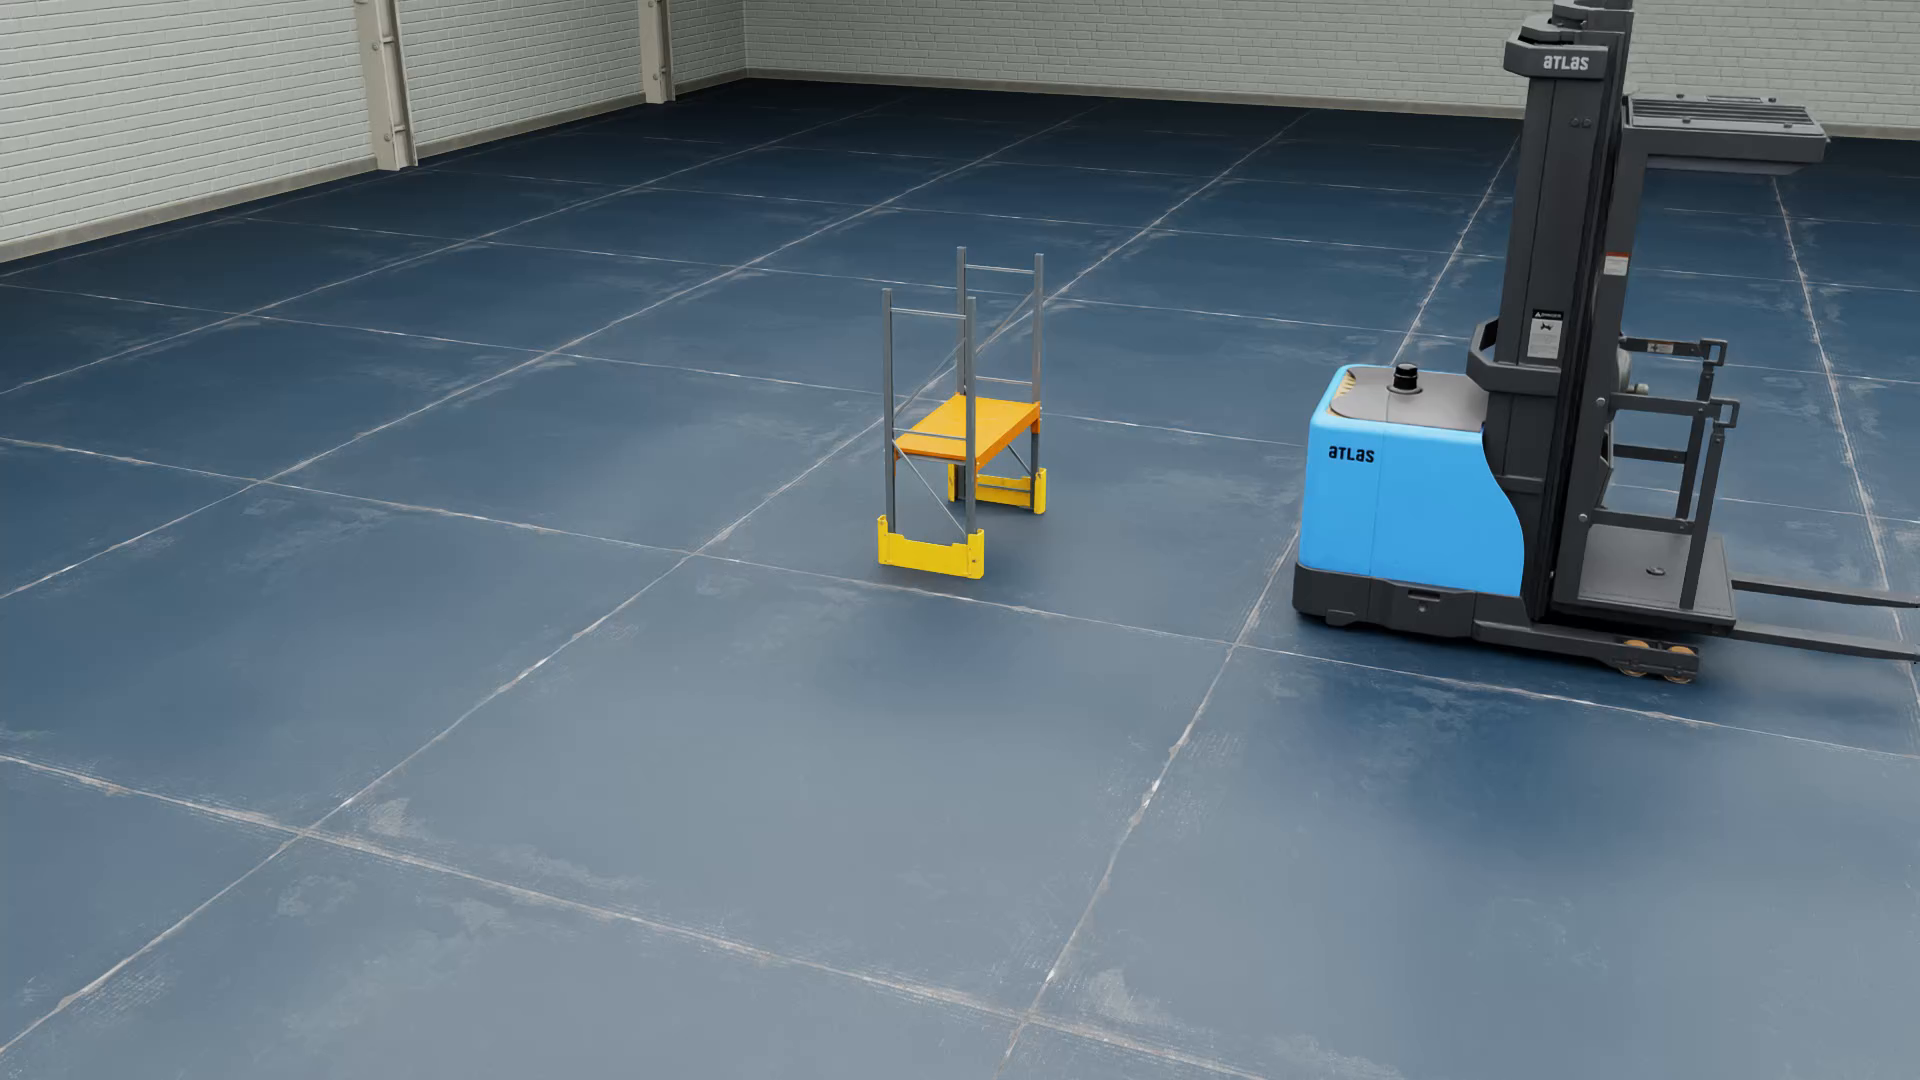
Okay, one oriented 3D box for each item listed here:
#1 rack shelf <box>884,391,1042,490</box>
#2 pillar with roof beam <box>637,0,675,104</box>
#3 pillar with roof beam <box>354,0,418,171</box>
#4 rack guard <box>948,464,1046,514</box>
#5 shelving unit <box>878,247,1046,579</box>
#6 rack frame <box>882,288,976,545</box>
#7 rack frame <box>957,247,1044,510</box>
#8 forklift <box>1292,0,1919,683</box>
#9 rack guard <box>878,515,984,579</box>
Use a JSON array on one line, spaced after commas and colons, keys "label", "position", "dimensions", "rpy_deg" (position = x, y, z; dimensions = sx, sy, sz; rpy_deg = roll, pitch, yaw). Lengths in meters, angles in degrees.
[{"label": "rack shelf", "position": [0.032, -0.557, 9.103], "dimensions": [0.538, 0.185, 1.000], "rpy_deg": [9, 24, 20]}, {"label": "pillar with roof beam", "position": [-0.534, -10.162, 21.904], "dimensions": [9.100, 9.000, 0.400], "rpy_deg": [9, 24, 20]}, {"label": "pillar with roof beam", "position": [-2.762, -8.015, 16.763], "dimensions": [9.100, 9.000, 0.400], "rpy_deg": [9, 24, 20]}, {"label": "rack guard", "position": [0.213, -0.321, 9.694], "dimensions": [0.587, 0.250, 0.087], "rpy_deg": [9, 24, 20]}, {"label": "shelving unit", "position": [0.028, -0.719, 9.026], "dimensions": [0.587, 1.500, 1.083], "rpy_deg": [9, 24, 20]}, {"label": "rack frame", "position": [-0.157, -0.541, 8.598], "dimensions": [0.500, 1.500, 0.032], "rpy_deg": [9, 24, 20]}, {"label": "rack frame", "position": [0.221, -0.904, 9.470], "dimensions": [0.500, 1.500, 0.032], "rpy_deg": [9, 24, 20]}, {"label": "forklift", "position": [3.227, -0.923, 7.658], "dimensions": [3.031, 2.935, 1.130], "rpy_deg": [8, 24, 19]}, {"label": "rack guard", "position": [-0.157, 0.036, 8.840], "dimensions": [0.587, 0.250, 0.087], "rpy_deg": [9, 24, 20]}]
